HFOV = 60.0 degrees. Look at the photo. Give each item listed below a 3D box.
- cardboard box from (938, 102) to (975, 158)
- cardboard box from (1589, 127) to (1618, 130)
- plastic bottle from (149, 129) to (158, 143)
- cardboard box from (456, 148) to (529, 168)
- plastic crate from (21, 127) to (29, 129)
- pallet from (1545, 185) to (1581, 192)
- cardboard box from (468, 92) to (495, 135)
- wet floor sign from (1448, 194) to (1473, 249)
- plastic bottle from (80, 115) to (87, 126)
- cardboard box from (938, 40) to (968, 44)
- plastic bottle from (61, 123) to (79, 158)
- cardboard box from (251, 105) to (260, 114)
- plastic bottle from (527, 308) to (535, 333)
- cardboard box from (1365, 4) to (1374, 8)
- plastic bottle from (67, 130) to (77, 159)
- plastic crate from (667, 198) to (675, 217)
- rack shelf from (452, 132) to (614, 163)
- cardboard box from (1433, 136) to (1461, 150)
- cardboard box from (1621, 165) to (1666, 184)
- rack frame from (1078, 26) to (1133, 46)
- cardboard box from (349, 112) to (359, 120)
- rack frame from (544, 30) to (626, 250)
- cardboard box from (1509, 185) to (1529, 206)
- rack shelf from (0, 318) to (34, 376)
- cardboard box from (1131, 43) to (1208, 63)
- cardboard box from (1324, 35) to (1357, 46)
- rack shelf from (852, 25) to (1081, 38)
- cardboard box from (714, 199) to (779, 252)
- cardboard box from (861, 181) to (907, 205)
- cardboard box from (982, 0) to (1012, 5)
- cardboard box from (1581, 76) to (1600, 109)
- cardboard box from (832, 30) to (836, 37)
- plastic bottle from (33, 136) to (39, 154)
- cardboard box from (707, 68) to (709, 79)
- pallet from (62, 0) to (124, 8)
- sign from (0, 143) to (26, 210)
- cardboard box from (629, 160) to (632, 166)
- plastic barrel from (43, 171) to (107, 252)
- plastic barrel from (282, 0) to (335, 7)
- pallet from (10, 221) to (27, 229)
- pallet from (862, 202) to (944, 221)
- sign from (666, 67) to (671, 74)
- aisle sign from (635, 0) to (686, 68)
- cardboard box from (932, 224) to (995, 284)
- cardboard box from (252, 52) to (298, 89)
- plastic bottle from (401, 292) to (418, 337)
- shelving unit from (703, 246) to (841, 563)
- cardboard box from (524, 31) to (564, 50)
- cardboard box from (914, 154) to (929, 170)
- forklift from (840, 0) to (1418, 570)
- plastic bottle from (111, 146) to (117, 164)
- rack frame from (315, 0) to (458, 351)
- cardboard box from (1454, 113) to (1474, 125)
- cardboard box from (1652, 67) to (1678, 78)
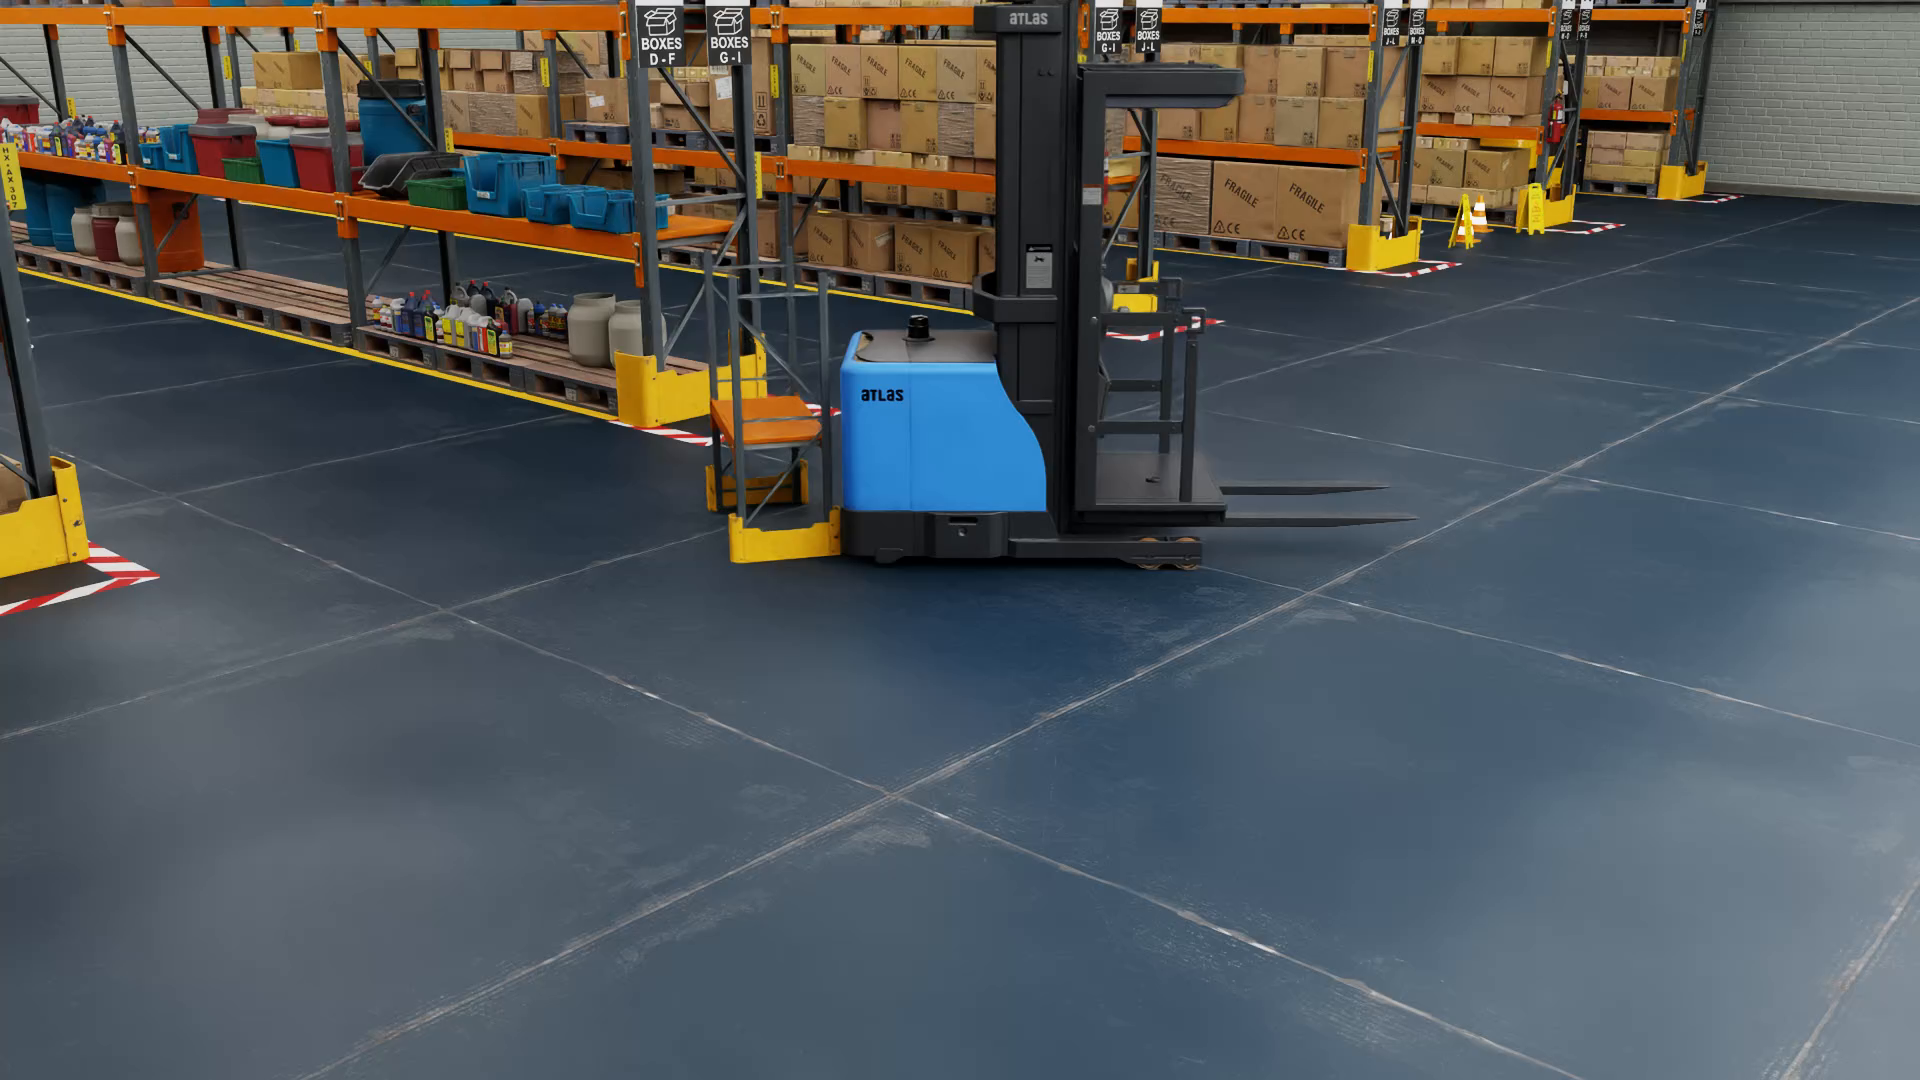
[{"bbox_3d":[0.261,-3.974,16.017,0.500,0.500,0.875,15,23,39],"label":"cardboard box"},{"bbox_3d":[10.346,-6.558,27.015,0.500,0.250,0.500,15,23,39],"label":"cardboard box"},{"bbox_3d":[-8.614,-4.264,17.802,0.097,0.271,0.097,0,18,0],"label":"plastic bottle"},{"bbox_3d":[-5.695,-4.602,21.472,0.875,0.875,1.225,15,23,39],"label":"cardboard box"},{"bbox_3d":[-11.063,-4.802,19.620,0.243,0.136,0.396,15,23,39],"label":"plastic crate"},{"bbox_3d":[9.815,-5.910,27.385,1.213,0.211,1.003,15,23,39],"label":"pallet"},{"bbox_3d":[-5.824,-5.386,20.960,0.500,0.500,0.500,14,22,38],"label":"cardboard box"},{"bbox_3d":[6.157,-3.906,20.353,0.232,0.644,0.267,11,20,30],"label":"wet floor sign"},{"bbox_3d":[-9.905,-4.639,18.852,0.185,0.351,0.144,15,23,39],"label":"plastic bottle"},{"bbox_3d":[-0.034,-8.310,28.518,0.500,0.500,0.500,14,23,38],"label":"cardboard box"},{"bbox_3d":[-9.350,-4.202,17.475,0.185,0.351,0.144,15,23,39],"label":"plastic bottle"},{"bbox_3d":[-10.275,-6.380,24.671,0.250,0.149,0.380,15,23,38],"label":"cardboard box"},{"bbox_3d":[-3.543,-1.824,13.800,0.097,0.201,0.097,0,18,0],"label":"plastic bottle"},{"bbox_3d":[5.880,-7.516,23.292,0.250,0.149,0.380,14,22,38],"label":"cardboard box"},{"bbox_3d":[-9.259,-4.129,17.355,0.133,0.283,0.061,15,23,39],"label":"plastic bottle"},{"bbox_3d":[-2.290,-2.491,12.436,0.250,0.136,0.298,15,23,39],"label":"plastic crate"},{"bbox_3d":[-6.026,-5.149,21.567,4.000,0.370,1.077,15,23,39],"label":"rack shelf"},{"bbox_3d":[6.754,-5.494,23.004,0.250,0.149,0.380,16,23,40],"label":"cardboard box"},{"bbox_3d":[10.762,-5.763,26.162,0.500,0.250,0.500,15,23,40],"label":"cardboard box"},{"bbox_3d":[1.829,-5.389,21.135,0.127,3.000,1.000,15,23,39],"label":"rack frame"},{"bbox_3d":[-8.161,-5.813,22.884,0.250,0.149,0.380,16,23,40],"label":"cardboard box"},{"bbox_3d":[-4.531,-5.091,20.193,0.127,3.000,1.000,15,23,39],"label":"rack frame"},{"bbox_3d":[7.611,-4.841,23.257,0.500,0.250,0.500,15,23,39],"label":"cardboard box"},{"bbox_3d":[-6.621,-1.302,9.446,4.000,0.370,1.077,15,23,39],"label":"rack shelf"},{"bbox_3d":[2.571,-5.810,20.426,0.550,0.550,0.875,15,23,39],"label":"cardboard box"},{"bbox_3d":[5.592,-6.951,23.744,0.500,0.500,0.700,15,23,40],"label":"cardboard box"},{"bbox_3d":[0.333,-6.878,22.055,4.000,0.370,1.077,15,23,39],"label":"rack shelf"},{"bbox_3d":[-2.328,-3.534,18.693,0.500,0.500,0.700,15,23,39],"label":"cardboard box"},{"bbox_3d":[-0.767,-5.178,23.493,0.750,0.750,1.050,15,23,39],"label":"cardboard box"},{"bbox_3d":[0.548,-4.981,15.139,0.500,0.250,0.500,15,23,40],"label":"cardboard box"},{"bbox_3d":[10.015,-7.146,26.506,0.500,0.500,0.500,14,23,38],"label":"cardboard box"},{"bbox_3d":[-2.104,-9.178,30.181,0.250,0.149,0.380,15,23,39],"label":"cardboard box"},{"bbox_3d":[-9.956,-4.284,17.980,0.097,0.201,0.097,0,18,0],"label":"plastic bottle"},{"bbox_3d":[-3.577,-7.019,25.008,0.250,0.149,0.380,15,23,39],"label":"cardboard box"},{"bbox_3d":[-8.325,-5.485,16.791,1.213,0.211,1.003,15,23,39],"label":"pallet"},{"bbox_3d":[-4.752,-1.819,8.321,0.005,0.325,0.100,15,23,39],"label":"sign"},{"bbox_3d":[-5.146,-6.144,27.039,0.250,0.149,0.380,15,23,40],"label":"cardboard box"},{"bbox_3d":[-9.885,-3.718,18.643,0.708,0.901,0.600,15,23,39],"label":"plastic barrel"},{"bbox_3d":[-5.351,-4.889,13.769,0.708,0.901,0.600,15,23,39],"label":"plastic barrel"},{"bbox_3d":[-12.302,-3.828,20.824,1.213,0.211,1.003,15,23,39],"label":"pallet"},{"bbox_3d":[-0.623,-4.688,23.535,1.213,0.211,1.003,15,23,39],"label":"pallet"},{"bbox_3d":[-4.509,-7.284,25.673,0.005,0.325,0.100,15,23,39],"label":"sign"},{"bbox_3d":[-1.978,-3.521,10.950,0.004,0.787,0.394,15,23,39],"label":"aisle sign"},{"bbox_3d":[0.072,-2.864,16.617,0.500,0.500,0.500,-16,23,-41],"label":"cardboard box"},{"bbox_3d":[-9.960,-6.867,24.306,0.500,0.500,0.500,14,23,38],"label":"cardboard box"},{"bbox_3d":[-4.498,-1.858,13.659,0.185,0.351,0.144,16,24,41],"label":"plastic bottle"},{"bbox_3d":[-1.052,-0.771,9.062,0.587,1.500,1.083,-5,18,-14],"label":"shelving unit"},{"bbox_3d":[-6.987,-8.315,28.042,0.500,0.500,0.500,15,23,39],"label":"cardboard box"},{"bbox_3d":[-0.230,-3.718,16.285,0.250,0.149,0.380,15,23,39],"label":"cardboard box"},{"bbox_3d":[0.897,-1.403,8.686,3.031,2.935,1.130,0,18,0],"label":"forklift"},{"bbox_3d":[-8.478,-3.887,16.730,0.097,0.201,0.097,0,18,0],"label":"plastic bottle"},{"bbox_3d":[-4.826,-3.167,14.132,0.127,3.000,1.000,15,23,39],"label":"rack frame"},{"bbox_3d":[6.956,-5.760,22.719,0.250,0.149,0.380,16,23,40],"label":"cardboard box"},{"bbox_3d":[10.878,-7.213,25.644,0.250,0.149,0.380,15,23,40],"label":"cardboard box"}]
